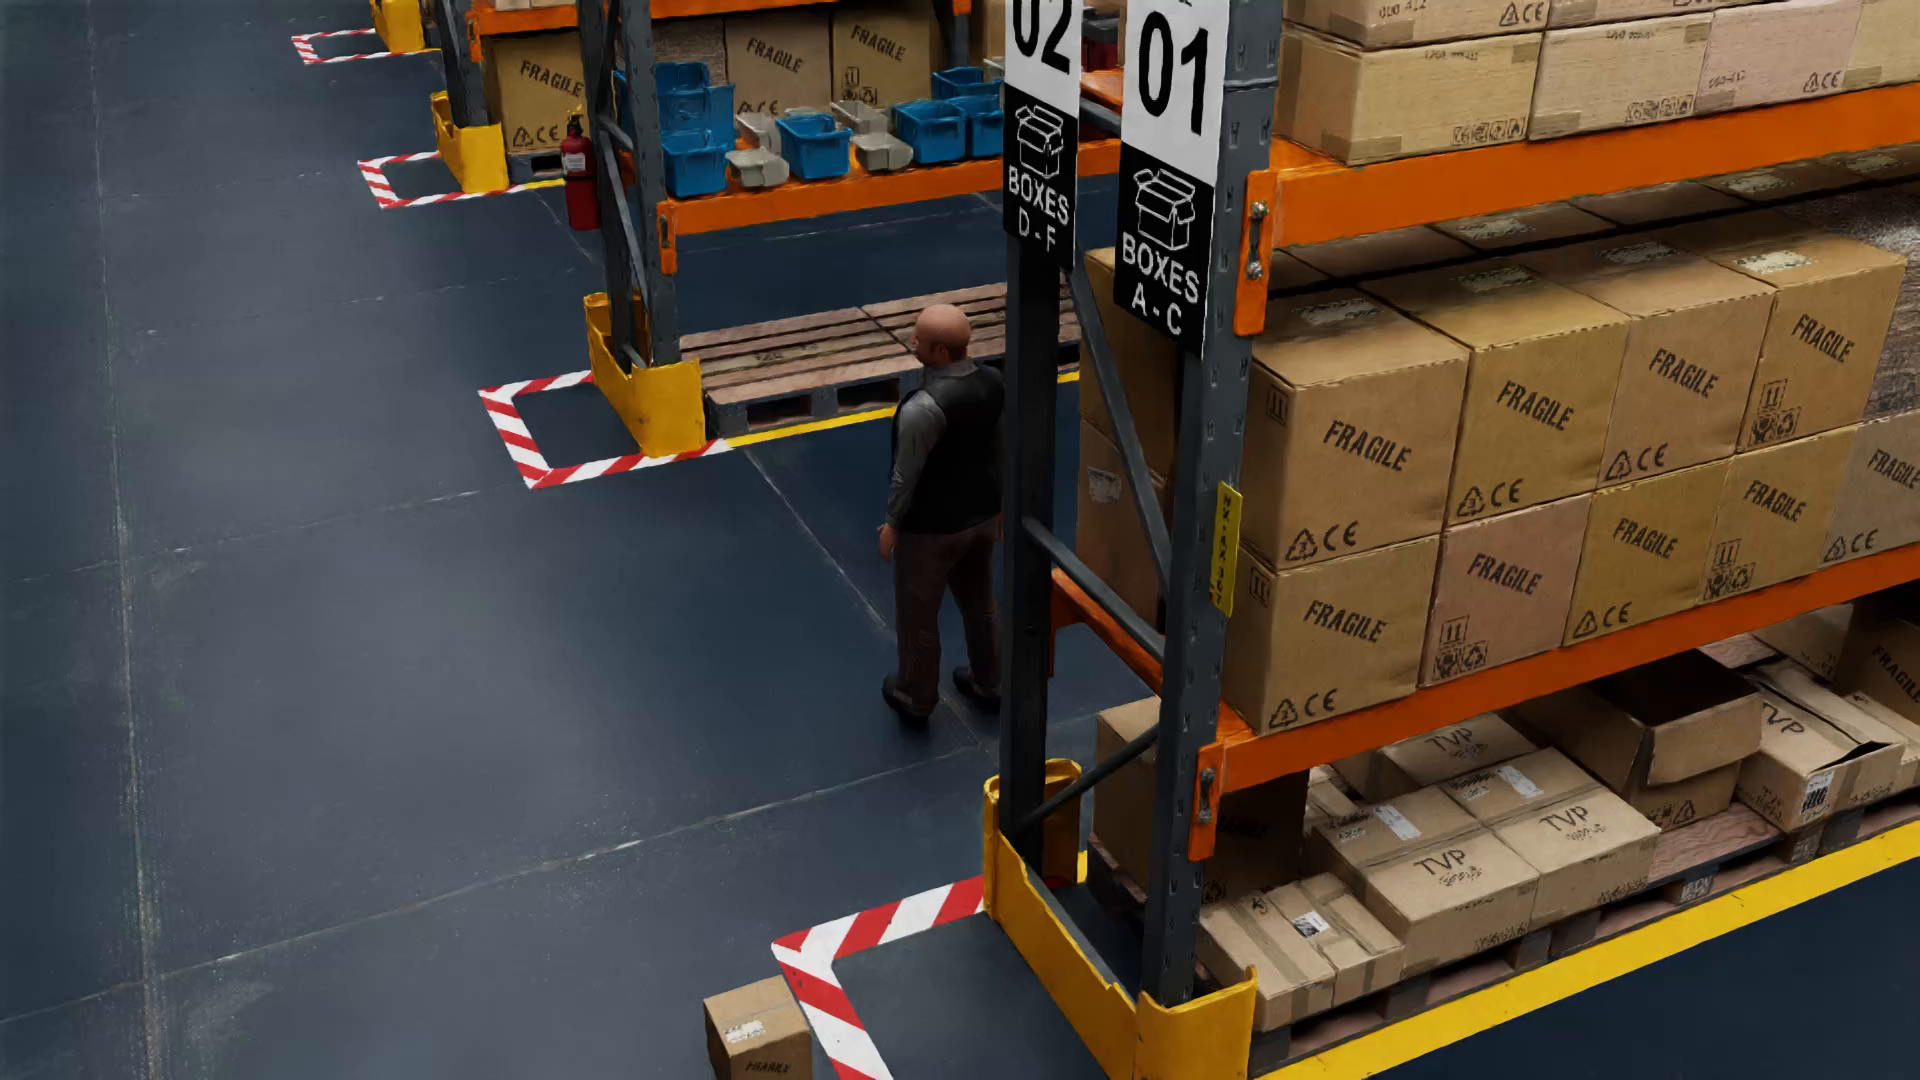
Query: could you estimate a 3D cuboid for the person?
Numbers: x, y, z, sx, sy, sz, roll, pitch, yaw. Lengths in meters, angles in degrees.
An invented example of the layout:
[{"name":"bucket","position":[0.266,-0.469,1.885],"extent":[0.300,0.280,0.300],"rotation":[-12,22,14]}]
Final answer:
[{"name":"person","position":[-0.077,-0.085,6.255],"extent":[0.475,1.728,0.559],"rotation":[23,36,35]}]
